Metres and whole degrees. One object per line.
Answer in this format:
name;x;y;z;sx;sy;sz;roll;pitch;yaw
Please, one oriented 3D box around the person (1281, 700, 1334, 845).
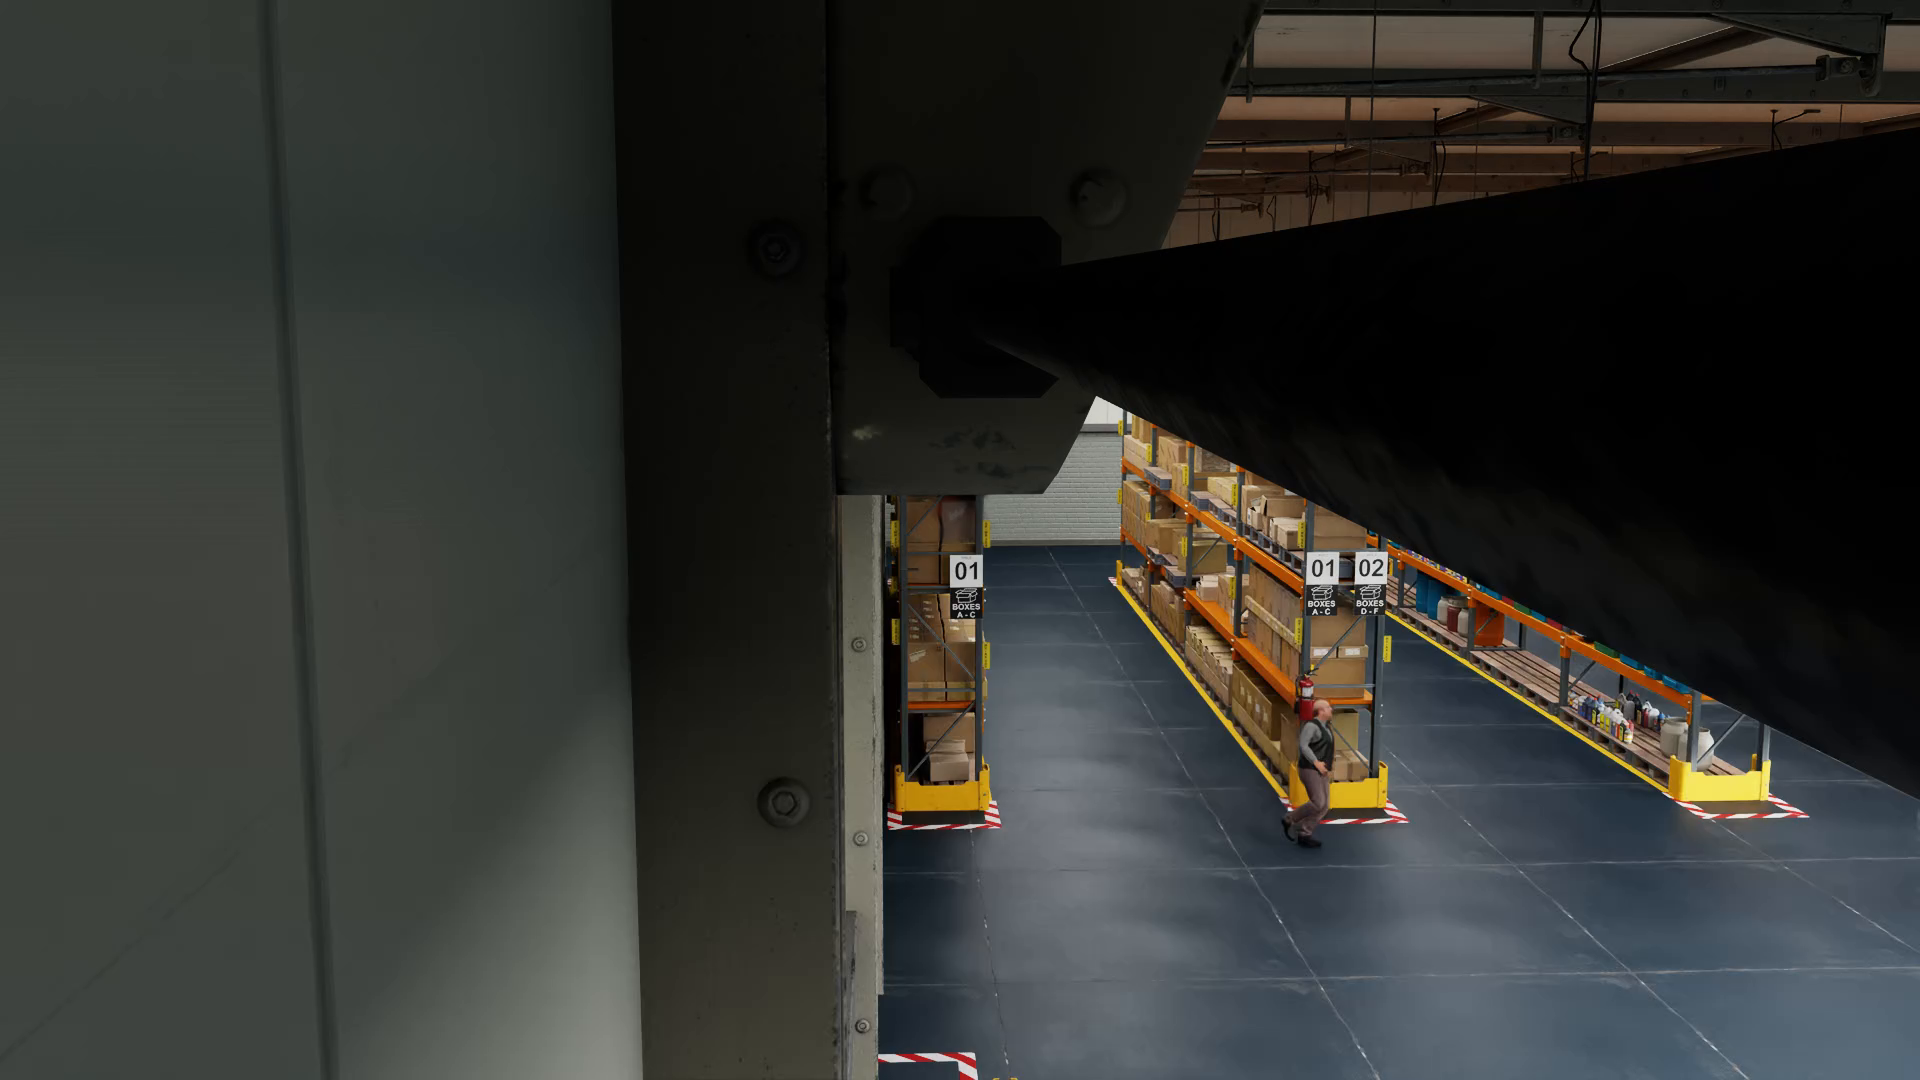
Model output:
person;4.136;2.686;19.410;0.541;1.630;0.787;6;10;35
